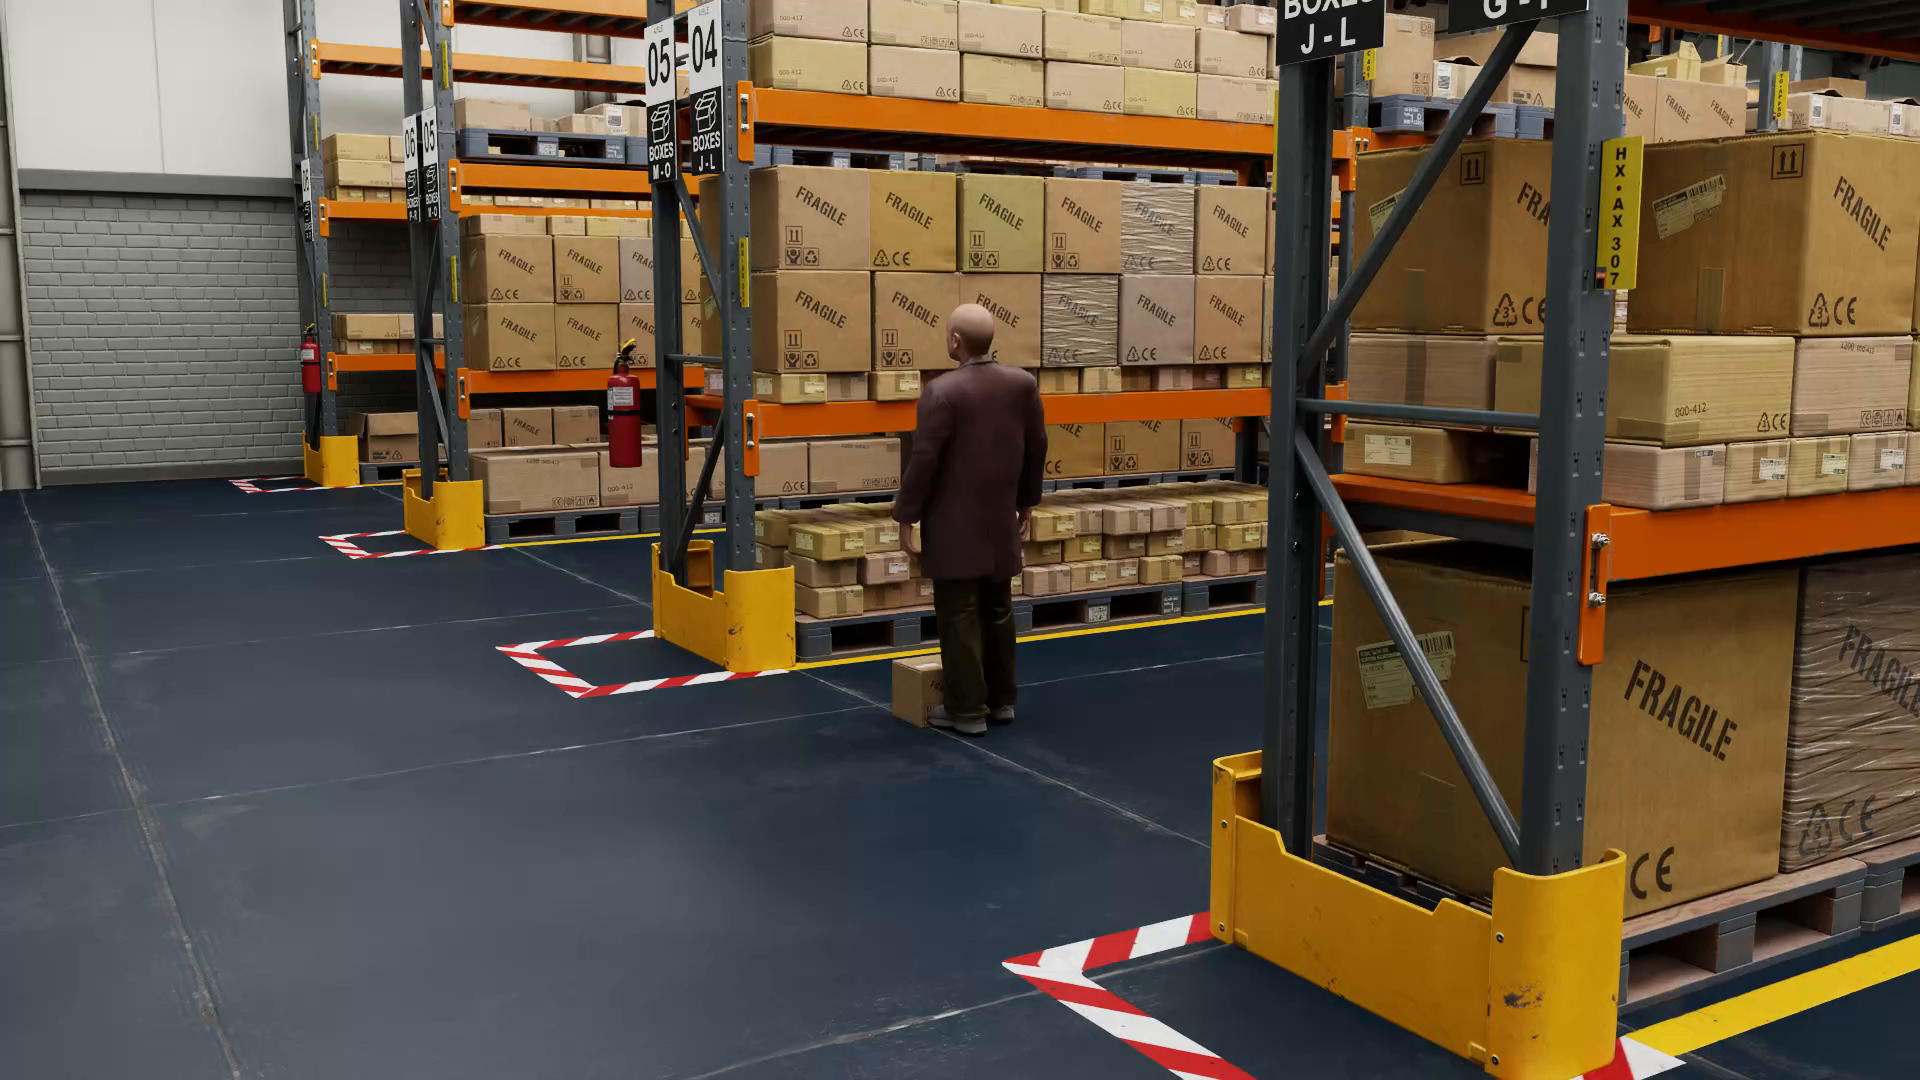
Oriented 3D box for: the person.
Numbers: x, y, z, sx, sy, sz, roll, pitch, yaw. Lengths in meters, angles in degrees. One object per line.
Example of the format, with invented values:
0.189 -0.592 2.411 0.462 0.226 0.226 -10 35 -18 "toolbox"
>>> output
-0.006 -0.091 6.955 0.698 1.779 0.579 -5 9 -31 "person"
